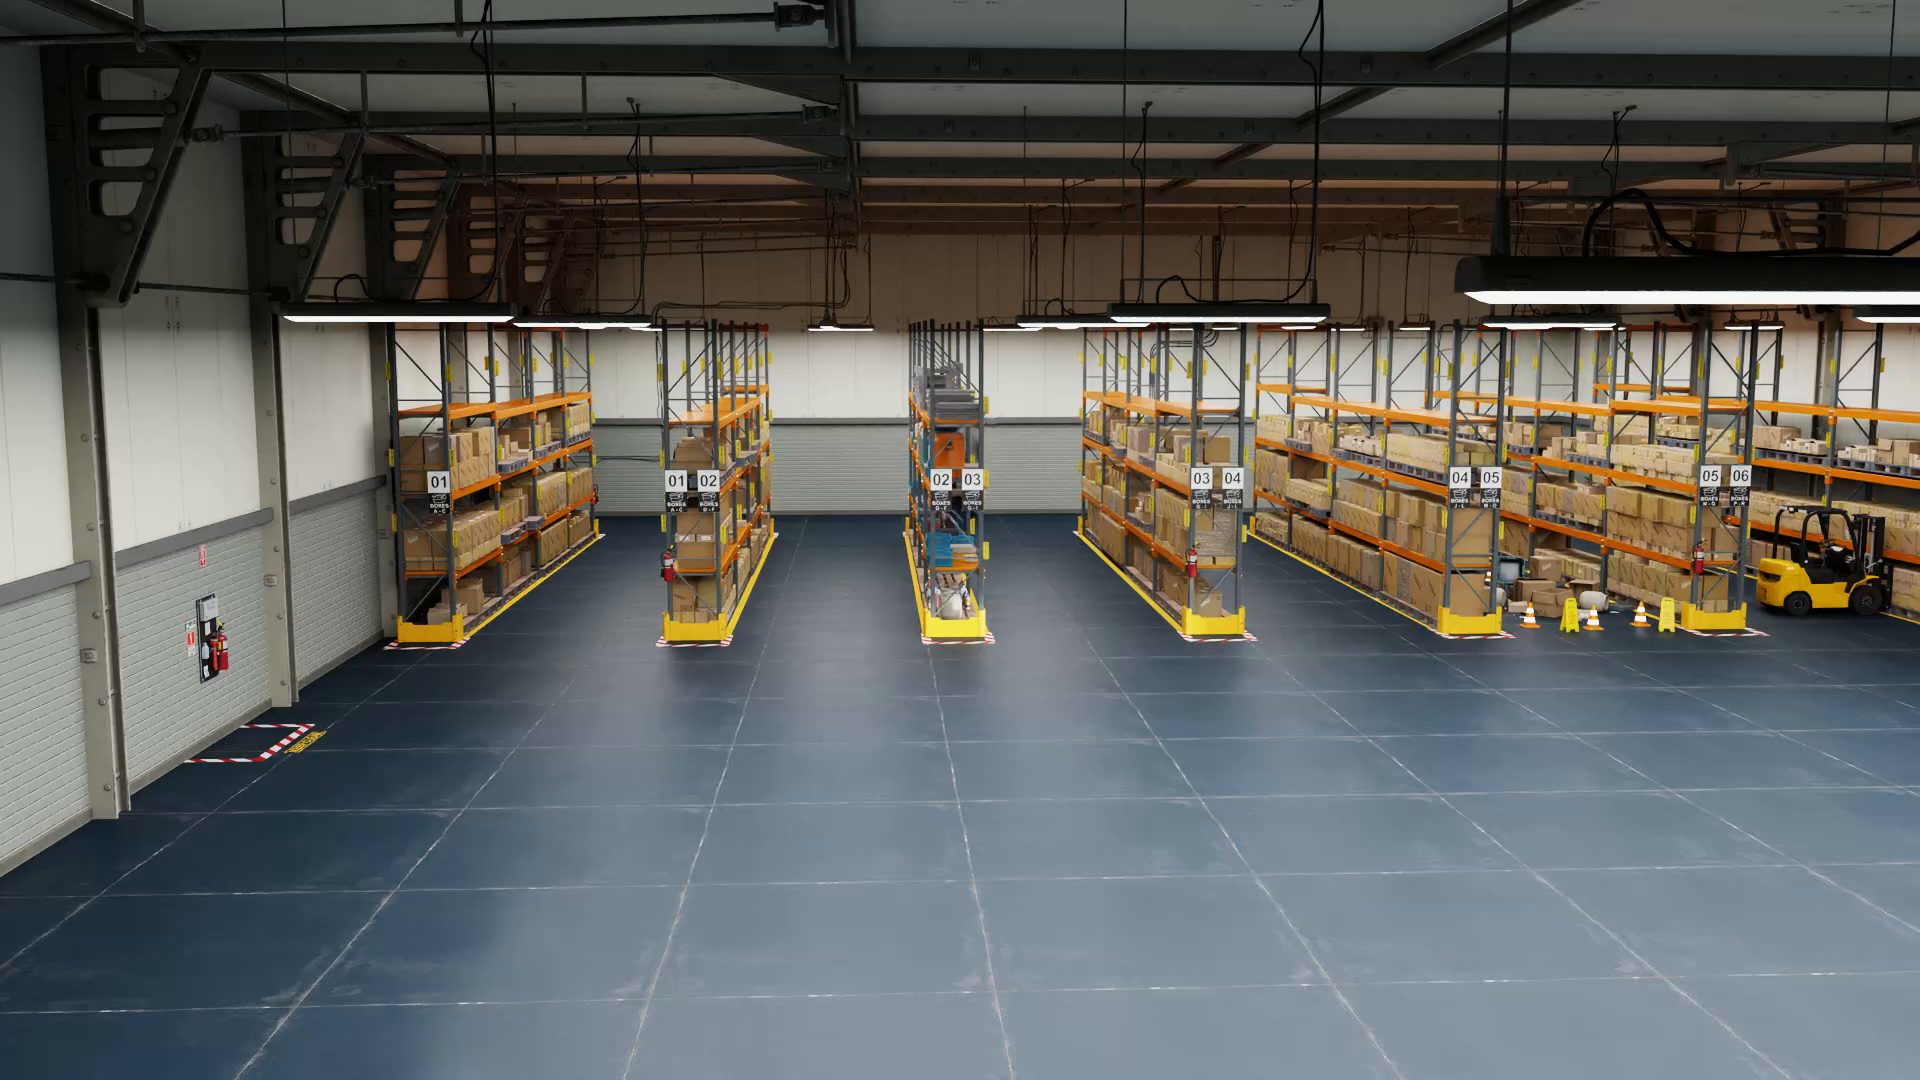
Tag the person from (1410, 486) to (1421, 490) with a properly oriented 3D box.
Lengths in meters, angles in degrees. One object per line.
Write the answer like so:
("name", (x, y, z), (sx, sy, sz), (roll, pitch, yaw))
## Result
("person", (13.558, -1.197, 49.514), (0.779, 1.656, 0.602), (2, 7, 16))
